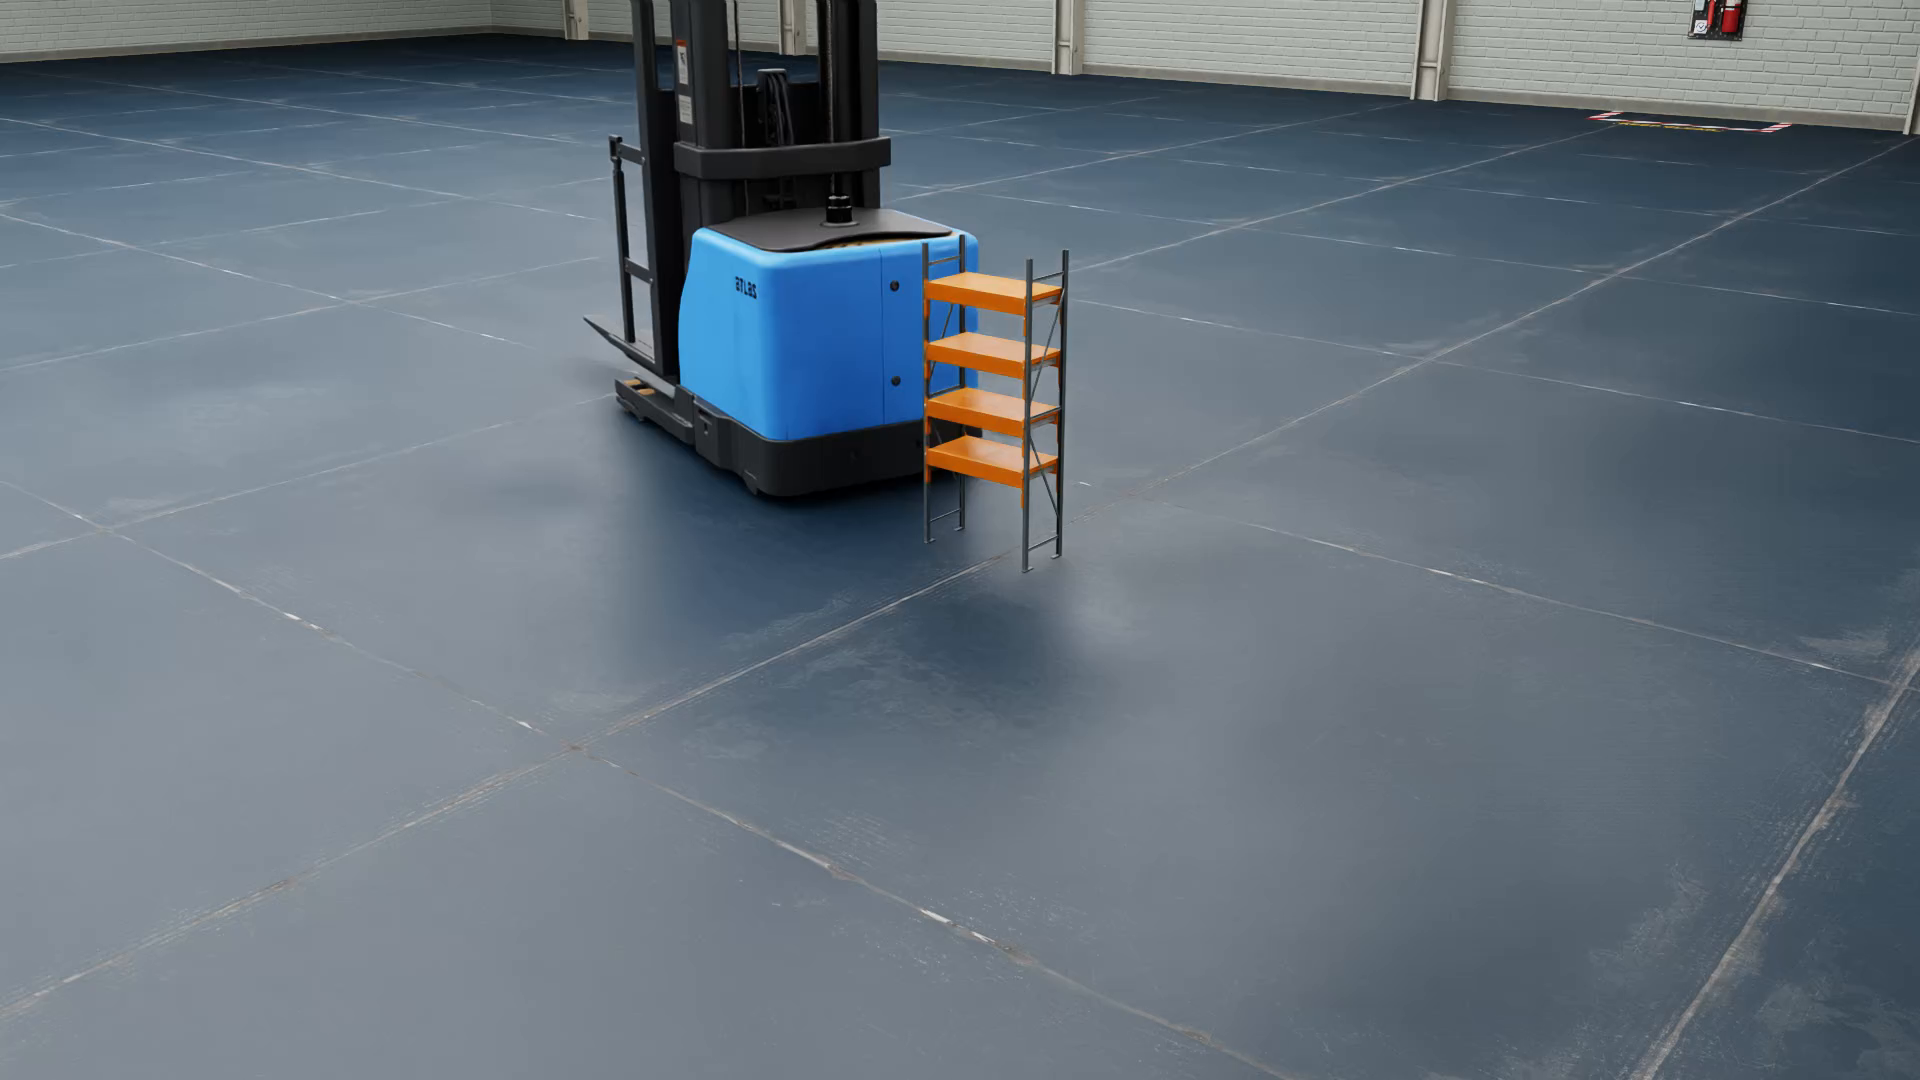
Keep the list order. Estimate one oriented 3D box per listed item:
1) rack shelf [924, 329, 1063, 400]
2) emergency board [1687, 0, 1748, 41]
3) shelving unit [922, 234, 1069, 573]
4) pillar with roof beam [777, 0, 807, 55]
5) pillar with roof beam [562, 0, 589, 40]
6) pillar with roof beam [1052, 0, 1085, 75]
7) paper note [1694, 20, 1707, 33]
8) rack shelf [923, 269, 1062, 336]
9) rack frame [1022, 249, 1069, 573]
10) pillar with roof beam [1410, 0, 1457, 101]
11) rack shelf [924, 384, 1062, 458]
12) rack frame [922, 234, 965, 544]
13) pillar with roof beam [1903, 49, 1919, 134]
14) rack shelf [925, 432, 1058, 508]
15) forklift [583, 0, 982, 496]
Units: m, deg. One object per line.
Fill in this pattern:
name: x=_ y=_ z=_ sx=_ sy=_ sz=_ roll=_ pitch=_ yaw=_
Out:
rack shelf: x=0.128 y=-0.671 z=6.303 sx=0.480 sy=0.148 sz=0.258 roll=16 pitch=26 yaw=36
emergency board: x=9.087 y=-6.582 z=19.872 sx=0.643 sy=1.169 sz=0.194 roll=16 pitch=26 yaw=36
shelving unit: x=0.128 y=-0.524 z=6.359 sx=0.503 sy=1.200 sz=0.258 roll=16 pitch=26 yaw=36
pillar with roof beam: x=-5.690 y=-11.667 z=24.852 sx=0.400 sy=9.000 sz=9.100 roll=16 pitch=26 yaw=36
pillar with roof beam: x=-10.338 y=-13.005 z=28.402 sx=0.400 sy=9.000 sz=9.100 roll=16 pitch=26 yaw=36
pillar with roof beam: x=-1.042 y=-10.328 z=21.302 sx=0.400 sy=9.000 sz=9.100 roll=16 pitch=26 yaw=36
paper note: x=8.993 y=-6.228 z=20.182 sx=0.142 sy=0.148 sz=0.016 roll=16 pitch=26 yaw=36
rack shelf: x=0.128 y=-0.892 z=6.220 sx=0.480 sy=0.148 sz=0.258 roll=16 pitch=26 yaw=36
rack frame: x=0.317 y=-0.470 z=6.214 sx=0.015 sy=1.200 sz=0.240 roll=16 pitch=26 yaw=36
pillar with roof beam: x=3.607 y=-8.989 z=17.753 sx=0.400 sy=9.000 sz=9.100 roll=16 pitch=26 yaw=36
rack shelf: x=0.128 y=-0.462 z=6.382 sx=0.480 sy=0.148 sz=0.258 roll=16 pitch=26 yaw=36
rack frame: x=-0.061 y=-0.579 z=6.503 sx=0.015 sy=1.200 sz=0.240 roll=16 pitch=26 yaw=36
pillar with roof beam: x=8.255 y=-7.651 z=14.203 sx=0.400 sy=9.000 sz=9.100 roll=16 pitch=26 yaw=36
rack shelf: x=0.128 y=-0.276 z=6.452 sx=0.480 sy=0.148 sz=0.258 roll=16 pitch=26 yaw=36
forklift: x=-1.077 y=-2.027 z=7.889 sx=1.130 sy=2.935 sz=3.031 roll=-12 pitch=24 yaw=-28
